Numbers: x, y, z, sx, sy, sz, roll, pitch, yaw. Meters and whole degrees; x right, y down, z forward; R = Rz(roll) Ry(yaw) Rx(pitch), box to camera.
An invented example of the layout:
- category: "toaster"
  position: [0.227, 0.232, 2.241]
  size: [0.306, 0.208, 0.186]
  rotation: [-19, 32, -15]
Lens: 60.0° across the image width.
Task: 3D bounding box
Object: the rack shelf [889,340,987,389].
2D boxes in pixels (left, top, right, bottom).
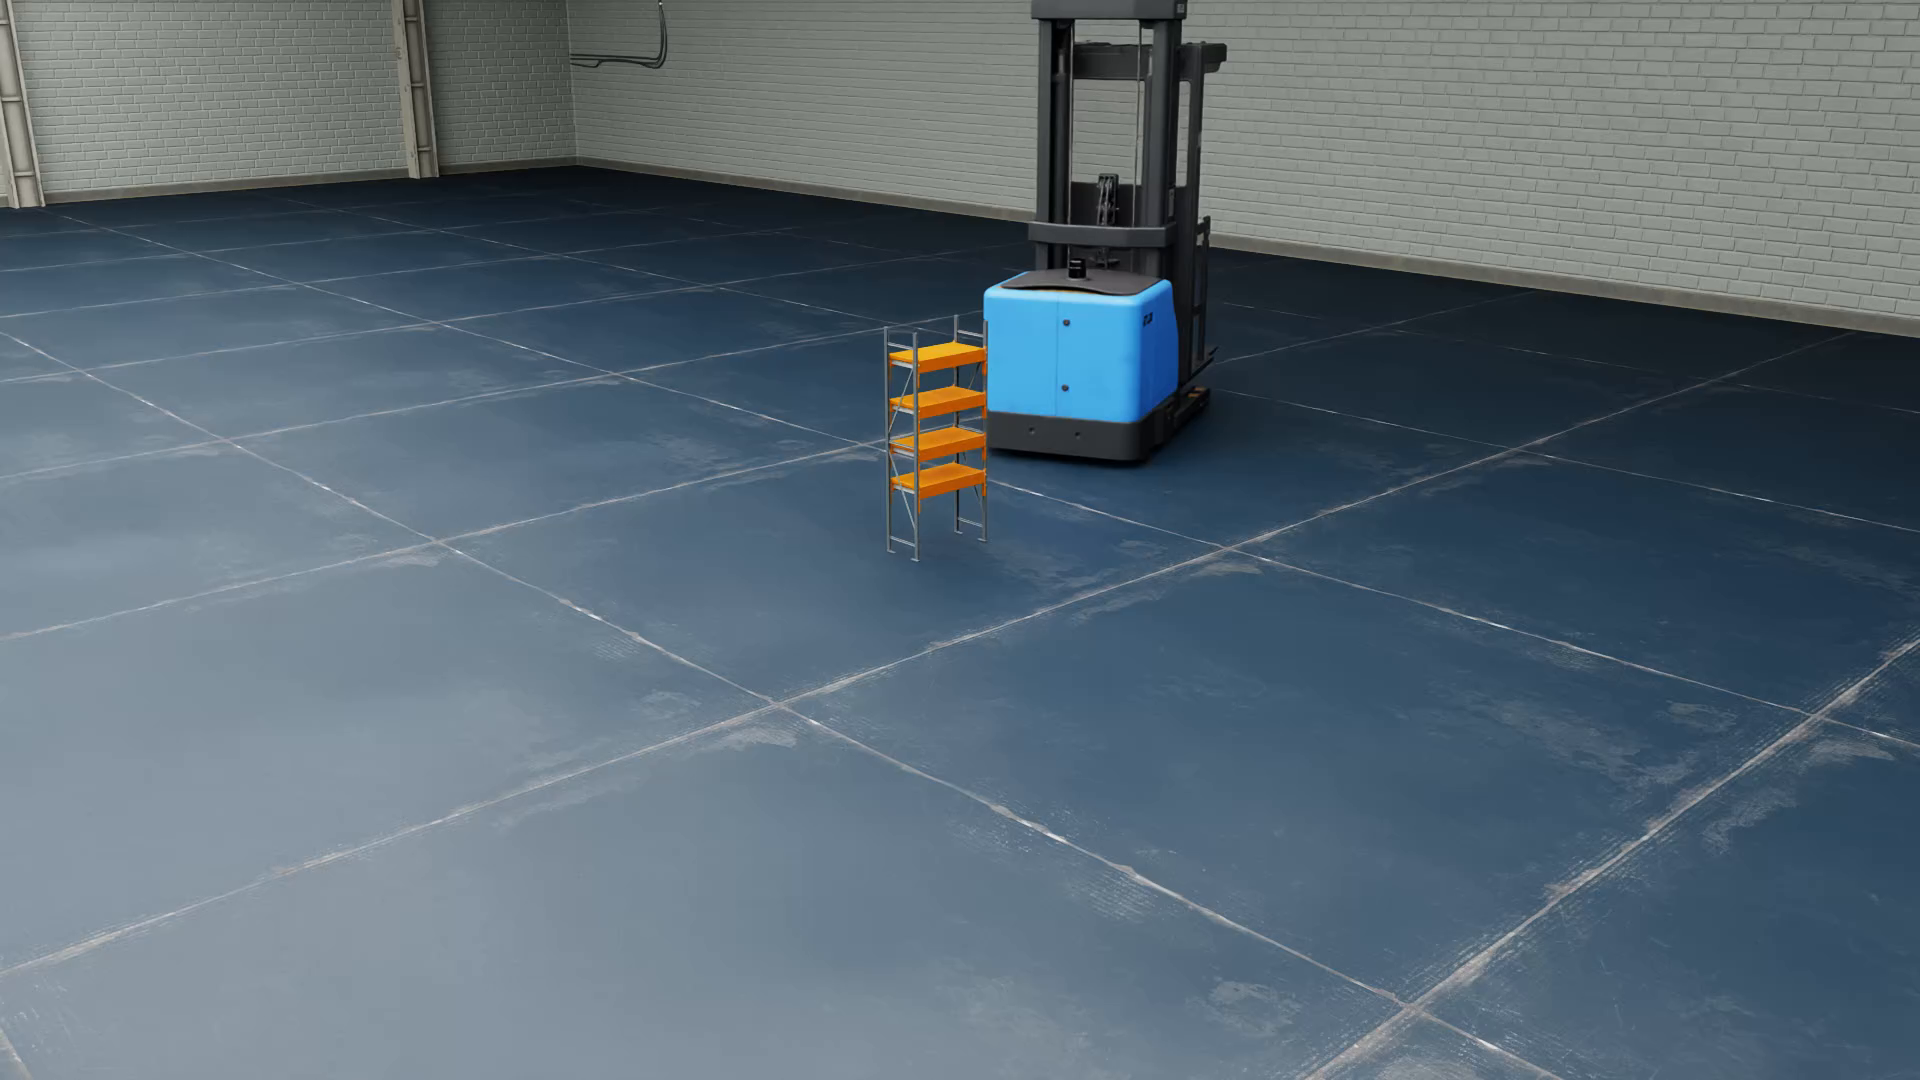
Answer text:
- category: "rack shelf"
  position: [-0.120, -0.909, 8.570]
  size: [0.480, 0.148, 0.258]
  rotation: [-16, 24, -41]

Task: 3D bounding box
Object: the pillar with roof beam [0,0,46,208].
- category: "pillar with roof beam"
  position: [-10.267, -8.048, 19.217]
  size: [0.400, 9.000, 9.100]
  rotation: [-16, 24, -41]

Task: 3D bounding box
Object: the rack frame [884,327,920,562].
- category: "rack frame"
  position: [-0.298, -0.484, 8.532]
  size: [0.015, 1.200, 0.240]
  rotation: [-16, 24, -41]

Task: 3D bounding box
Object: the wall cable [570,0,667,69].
- category: "wall cable"
  position: [-5.816, -9.135, 27.604]
  size: [0.112, 2.526, 3.097]
  rotation: [-16, 24, -41]

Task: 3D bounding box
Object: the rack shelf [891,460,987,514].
- category: "rack shelf"
  position: [-0.120, -0.283, 8.773]
  size: [0.480, 0.148, 0.258]
  rotation: [-16, 24, -41]

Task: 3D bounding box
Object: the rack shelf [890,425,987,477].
- category: "rack shelf"
  position: [-0.120, -0.472, 8.712]
  size: [0.480, 0.148, 0.258]
  rotation: [-16, 24, -41]

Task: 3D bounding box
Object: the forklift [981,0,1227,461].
- category: "forklift"
  position: [1.140, -2.299, 11.323]
  size: [1.130, 2.935, 3.031]
  rotation: [7, 19, 20]

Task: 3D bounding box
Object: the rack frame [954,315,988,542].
- category: "rack frame"
  position: [0.057, -0.587, 8.851]
  size: [0.015, 1.200, 0.240]
  rotation: [-16, 24, -41]

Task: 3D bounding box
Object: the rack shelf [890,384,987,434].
- category: "rack shelf"
  position: [-0.120, -0.684, 8.643]
  size: [0.480, 0.148, 0.258]
  rotation: [-16, 24, -41]

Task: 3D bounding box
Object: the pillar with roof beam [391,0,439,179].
- category: "pillar with roof beam"
  position: [-5.907, -9.320, 23.139]
  size: [0.400, 9.000, 9.100]
  rotation: [-16, 24, -41]

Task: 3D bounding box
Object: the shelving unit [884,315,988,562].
- category: "shelving unit"
  position: [-0.120, -0.536, 8.691]
  size: [0.503, 1.200, 0.258]
  rotation: [-16, 24, -41]
